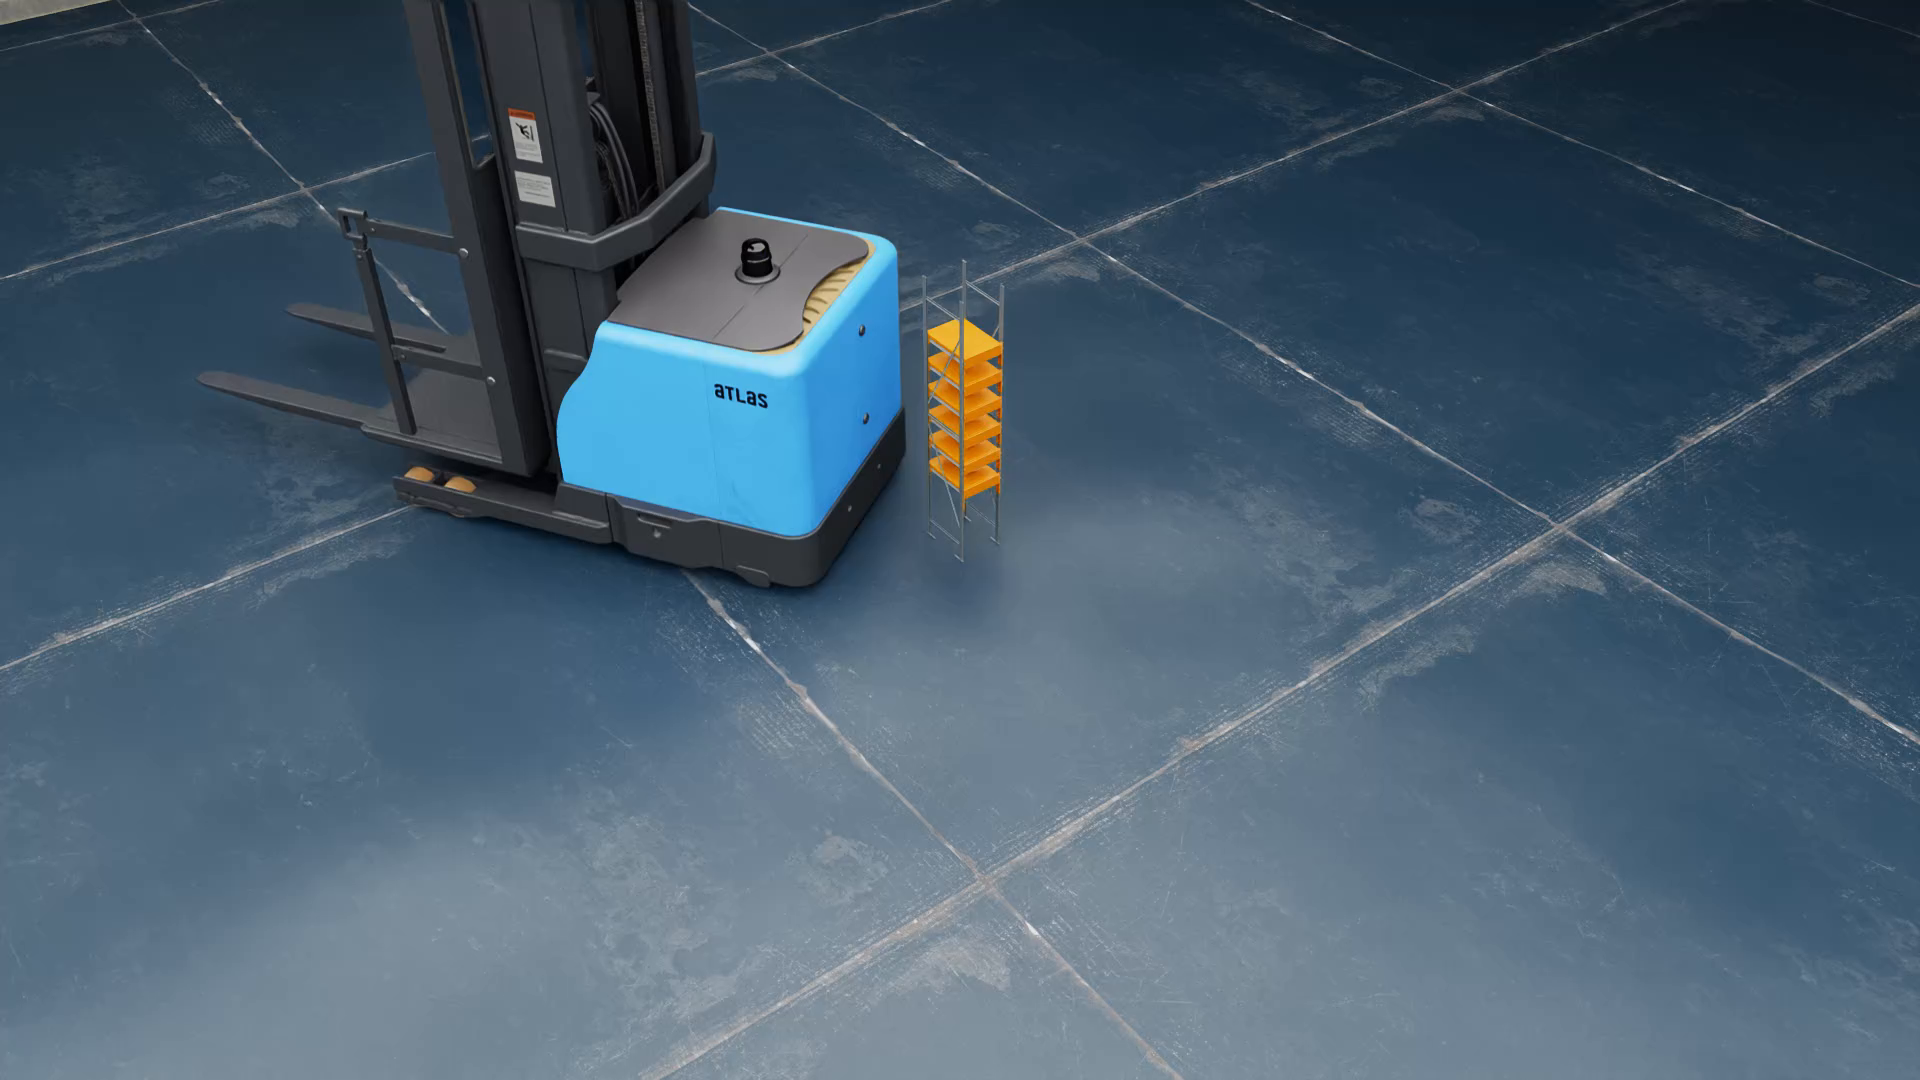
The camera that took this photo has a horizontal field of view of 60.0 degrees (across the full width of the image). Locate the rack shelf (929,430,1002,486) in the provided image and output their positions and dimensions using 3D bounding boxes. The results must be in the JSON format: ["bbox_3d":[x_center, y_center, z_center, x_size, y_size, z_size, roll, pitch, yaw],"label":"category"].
[{"bbox_3d":[0.011,-0.342,6.481,0.180,0.103,0.258,-26,46,-28],"label":"rack shelf"}]

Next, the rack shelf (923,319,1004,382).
[{"bbox_3d":[0.011,-0.713,6.176,0.180,0.103,0.258,-26,46,-28],"label":"rack shelf"}]

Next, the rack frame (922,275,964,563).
[{"bbox_3d":[-0.061,-0.434,6.333,0.006,1.200,0.240,-26,46,-28],"label":"rack frame"}]

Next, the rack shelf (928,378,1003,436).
[{"bbox_3d":[0.011,-0.528,6.328,0.180,0.103,0.258,-26,46,-28],"label":"rack shelf"}]

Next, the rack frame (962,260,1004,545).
[{"bbox_3d":[0.084,-0.505,6.419,0.006,1.200,0.240,-26,46,-28],"label":"rack frame"}]

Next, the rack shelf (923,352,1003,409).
[{"bbox_3d":[0.011,-0.621,6.252,0.180,0.103,0.258,-26,46,-28],"label":"rack shelf"}]

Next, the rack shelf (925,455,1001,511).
[{"bbox_3d":[0.011,-0.250,6.557,0.180,0.103,0.258,-26,46,-28],"label":"rack shelf"}]

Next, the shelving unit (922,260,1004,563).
[{"bbox_3d":[0.011,-0.469,6.376,0.189,1.200,0.258,-26,46,-28],"label":"shelving unit"}]

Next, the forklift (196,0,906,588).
[{"bbox_3d":[-1.803,-1.525,6.298,3.031,2.935,1.130,13,41,16],"label":"forklift"}]

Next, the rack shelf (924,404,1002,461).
[{"bbox_3d":[0.011,-0.435,6.404,0.180,0.103,0.258,-26,46,-28],"label":"rack shelf"}]
